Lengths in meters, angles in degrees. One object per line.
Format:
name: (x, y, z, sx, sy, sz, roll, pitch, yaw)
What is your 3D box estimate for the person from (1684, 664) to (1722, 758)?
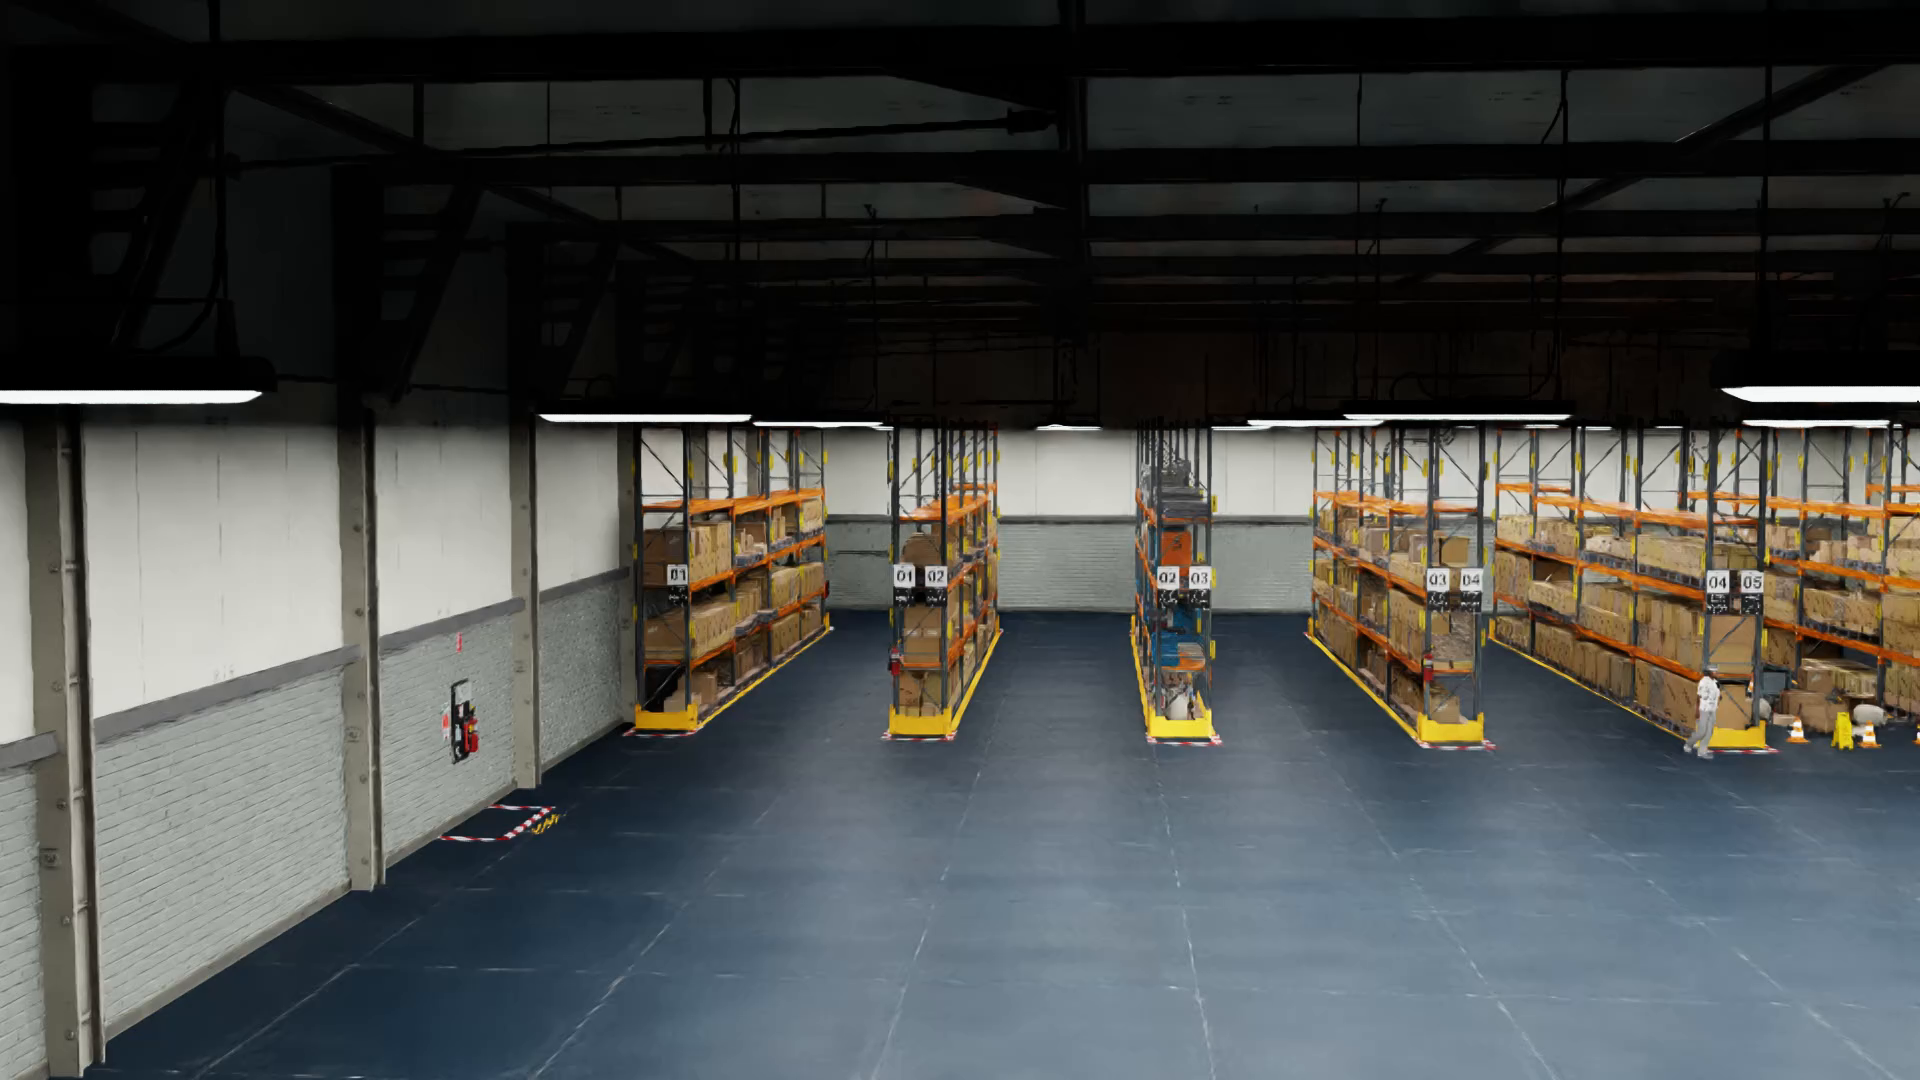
person: (13.030, 2.992, 29.212, 0.516, 1.656, 0.536, -2, 4, -32)

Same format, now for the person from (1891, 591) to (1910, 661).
person: (23.308, 2.136, 41.057, 0.557, 1.780, 0.639, 2, 4, 23)
